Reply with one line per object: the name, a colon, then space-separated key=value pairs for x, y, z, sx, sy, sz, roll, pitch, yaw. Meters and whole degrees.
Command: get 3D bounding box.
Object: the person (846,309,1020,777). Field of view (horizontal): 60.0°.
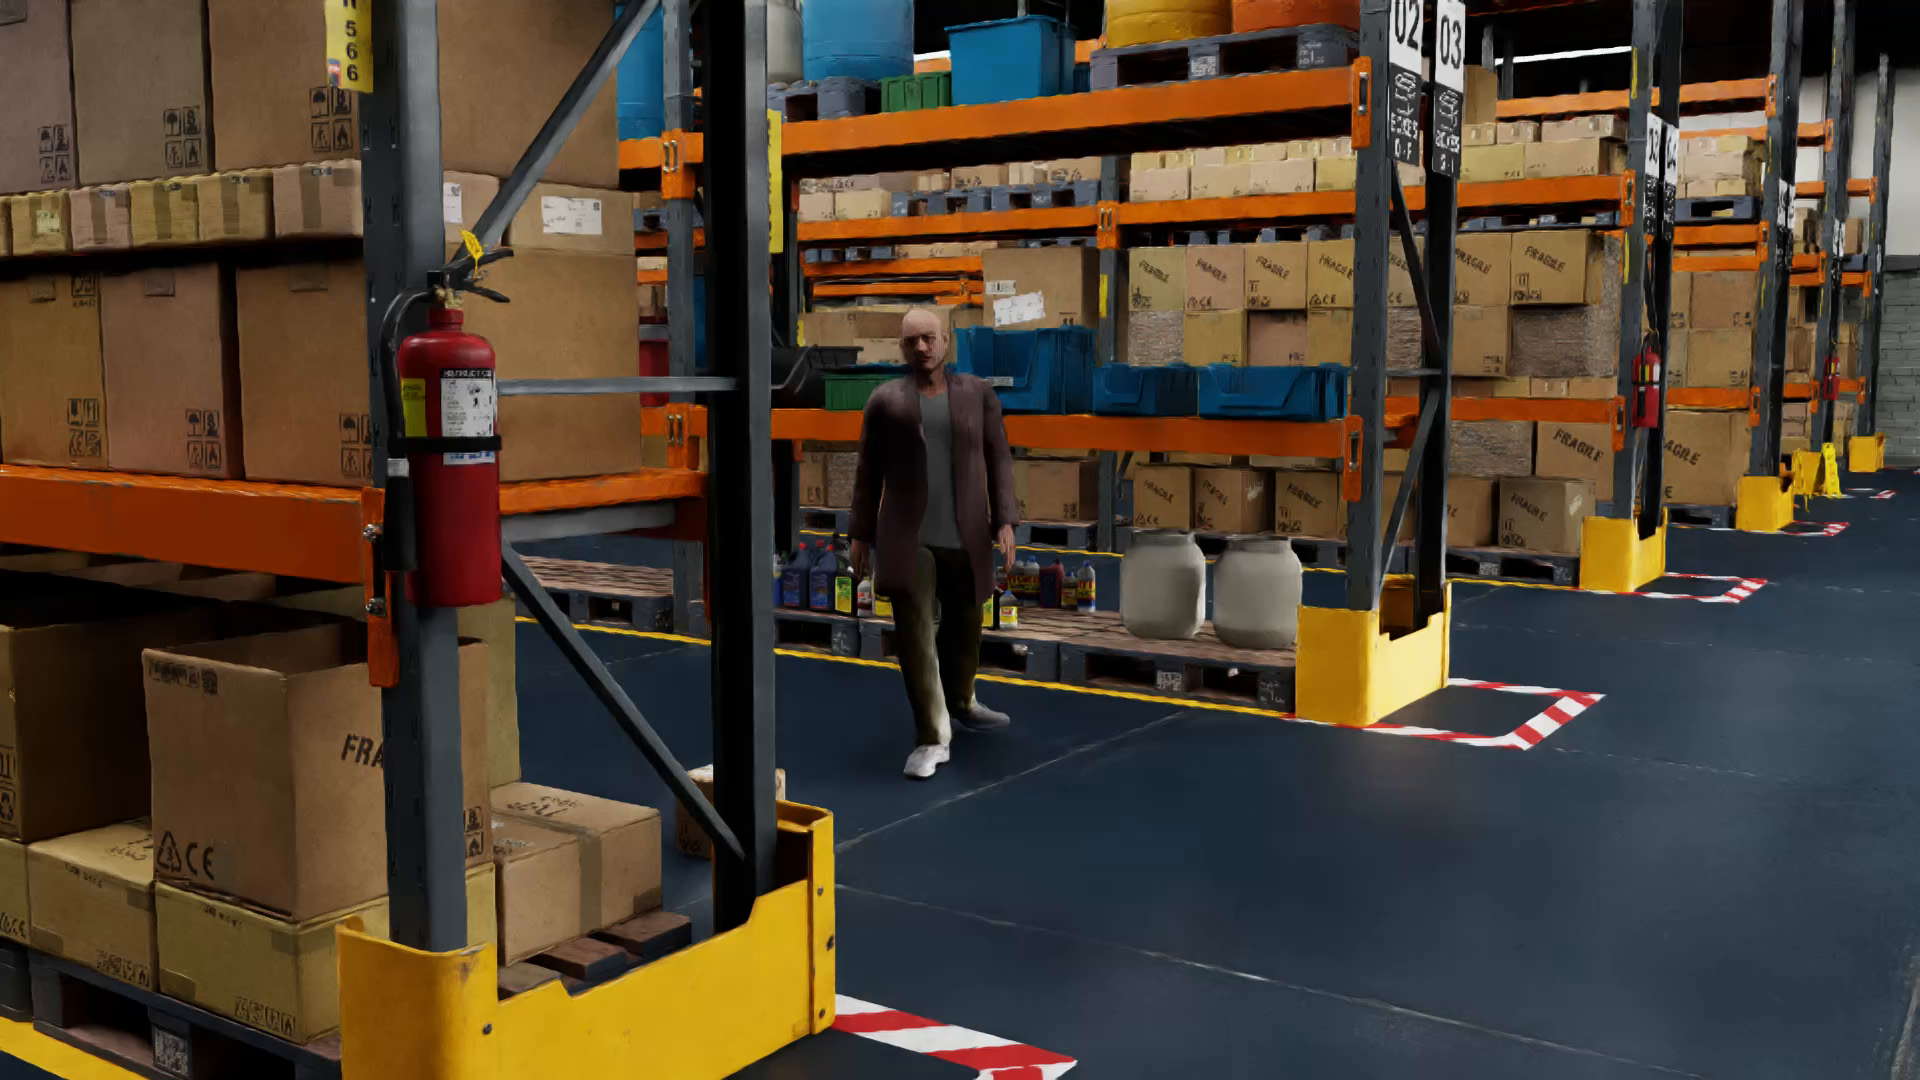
person: x=-0.092 y=-0.020 z=6.529 sx=0.701 sy=1.753 sz=0.829 roll=-1 pitch=6 yaw=-12
